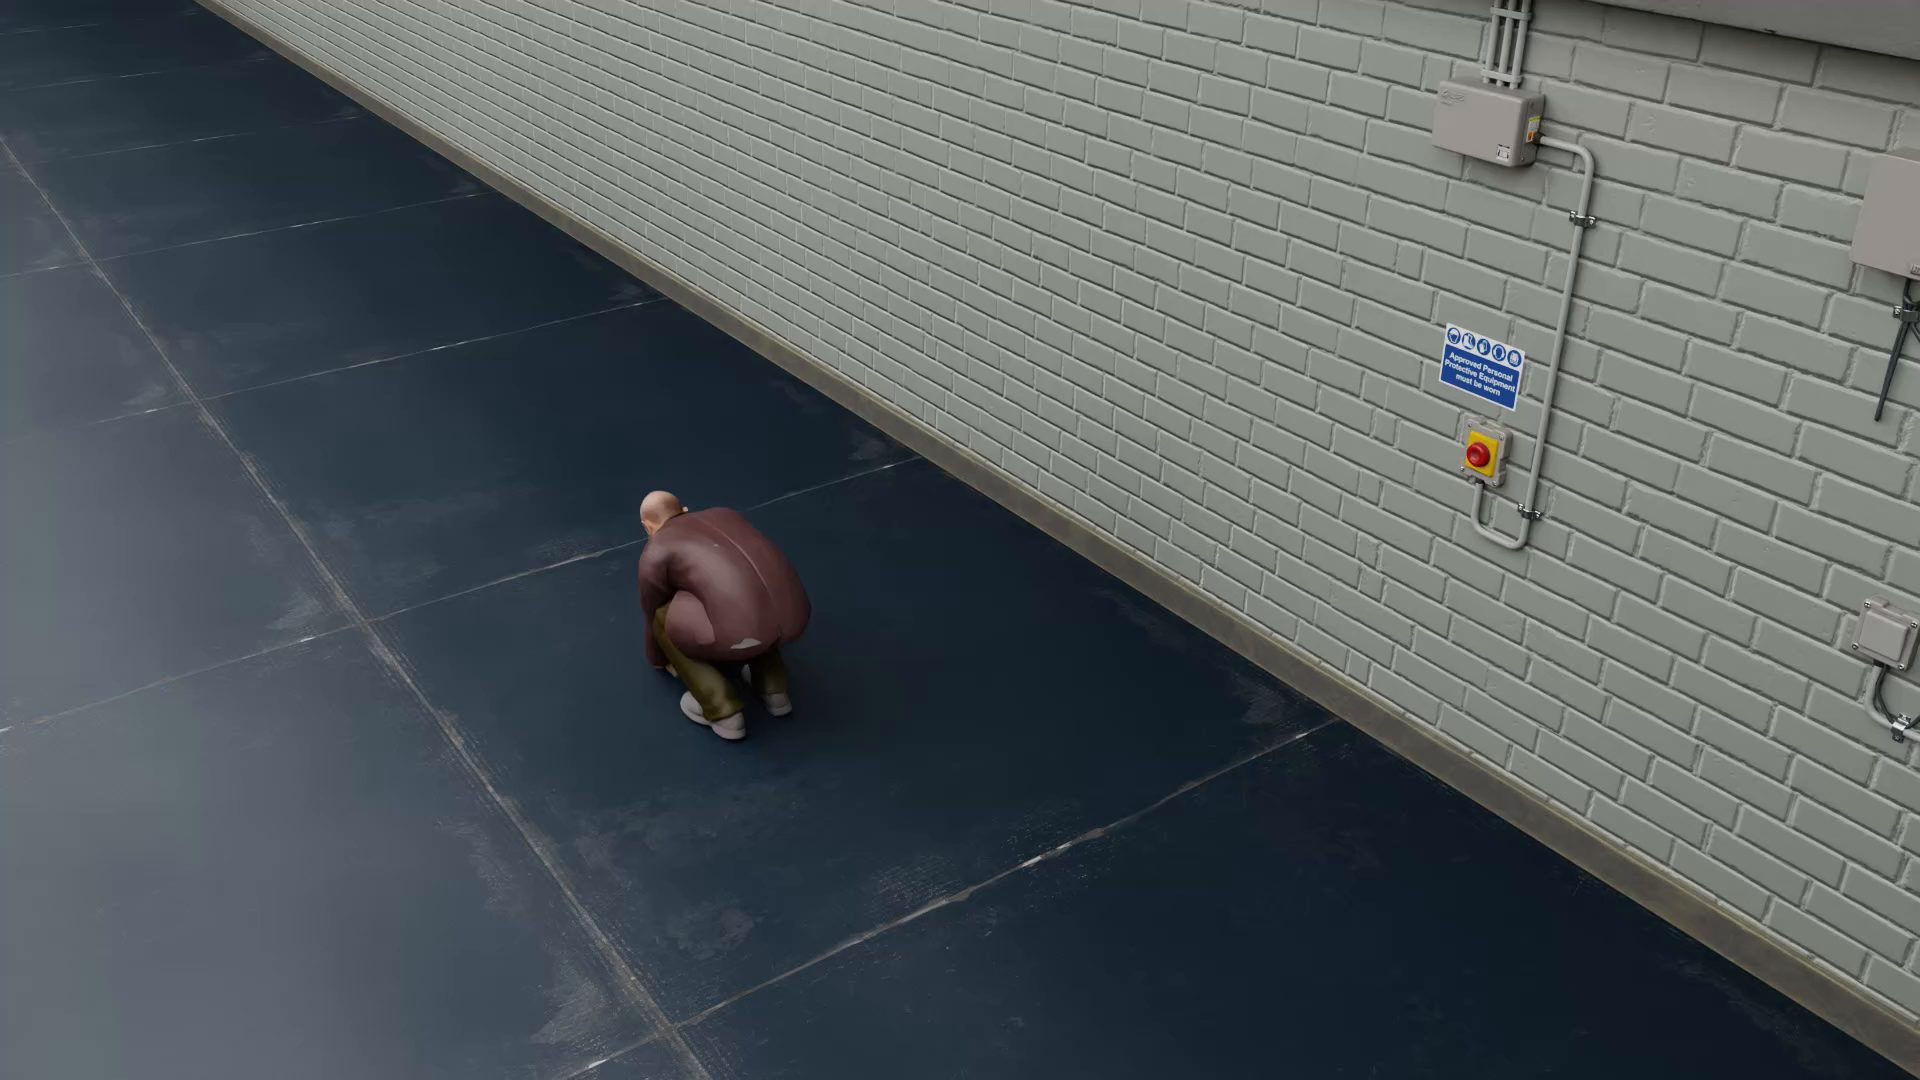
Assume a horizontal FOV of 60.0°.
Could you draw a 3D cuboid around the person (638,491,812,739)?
[{"bbox_3d":[-0.962,0.295,6.657,0.574,0.807,0.939,-19,34,-32],"label":"person"}]
